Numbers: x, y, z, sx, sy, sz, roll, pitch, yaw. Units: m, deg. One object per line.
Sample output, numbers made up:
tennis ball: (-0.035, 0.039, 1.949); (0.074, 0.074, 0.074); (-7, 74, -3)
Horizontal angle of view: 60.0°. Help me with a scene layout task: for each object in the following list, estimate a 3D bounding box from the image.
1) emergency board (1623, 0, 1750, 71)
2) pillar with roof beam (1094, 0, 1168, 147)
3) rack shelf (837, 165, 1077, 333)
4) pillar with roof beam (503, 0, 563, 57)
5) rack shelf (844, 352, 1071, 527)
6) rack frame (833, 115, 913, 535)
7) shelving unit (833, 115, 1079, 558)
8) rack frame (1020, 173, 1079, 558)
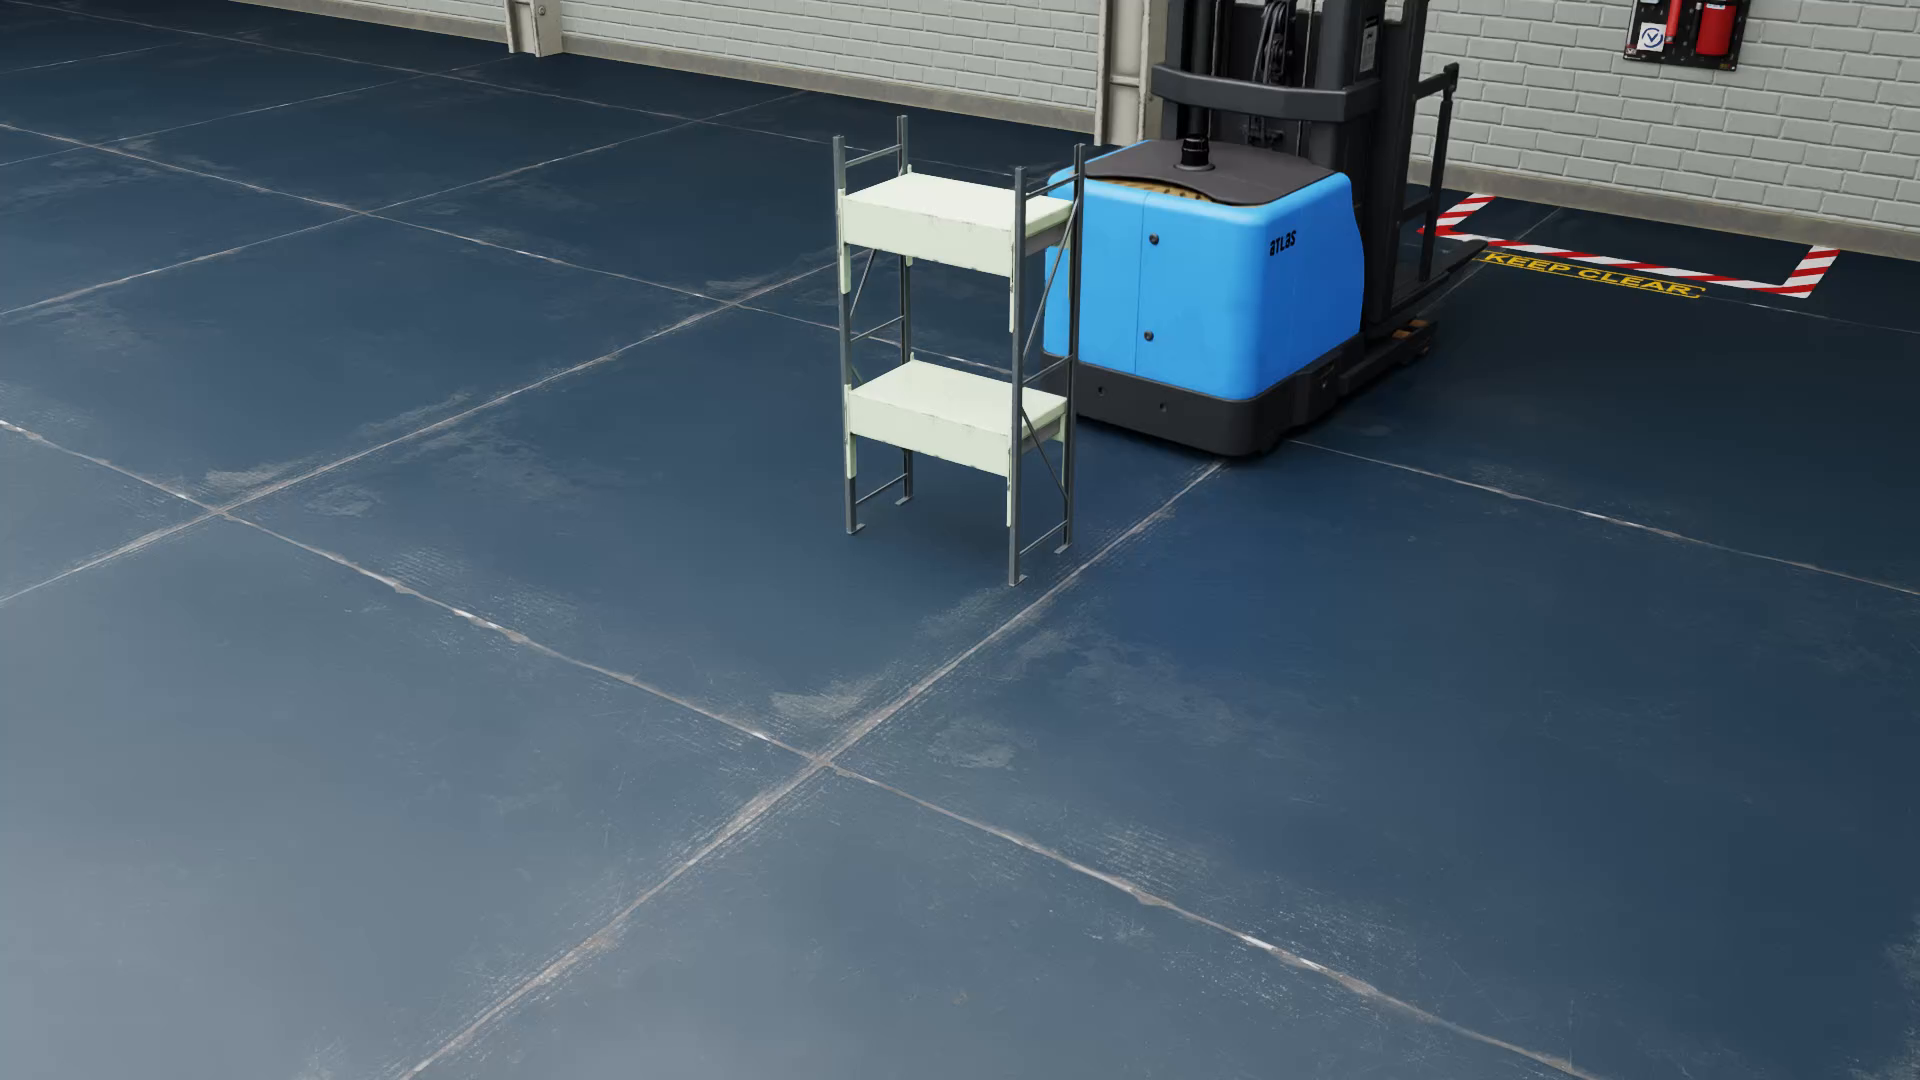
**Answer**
emergency board: (4.122, -3.239, 9.308); (0.643, 1.169, 0.194); (17, 32, 30)
pillar with roof beam: (-1.246, -5.196, 6.538); (0.400, 9.000, 9.100); (17, 32, 30)
rack shelf: (-0.006, -1.018, 5.736); (0.720, 0.370, 0.431); (17, 32, 30)
pillar with roof beam: (-6.192, -6.736, 9.565); (0.400, 9.000, 9.100); (17, 32, 30)
rack shelf: (-0.006, -0.380, 6.061); (0.720, 0.370, 0.431); (17, 32, 30)
rack frame: (-0.307, -0.764, 6.098); (0.023, 1.500, 0.400); (17, 32, 30)
shelving unit: (-0.008, -0.671, 5.915); (0.748, 1.500, 0.431); (17, 32, 30)
rack frame: (0.295, -0.576, 5.728); (0.010, 1.308, 0.380); (17, 32, 30)
